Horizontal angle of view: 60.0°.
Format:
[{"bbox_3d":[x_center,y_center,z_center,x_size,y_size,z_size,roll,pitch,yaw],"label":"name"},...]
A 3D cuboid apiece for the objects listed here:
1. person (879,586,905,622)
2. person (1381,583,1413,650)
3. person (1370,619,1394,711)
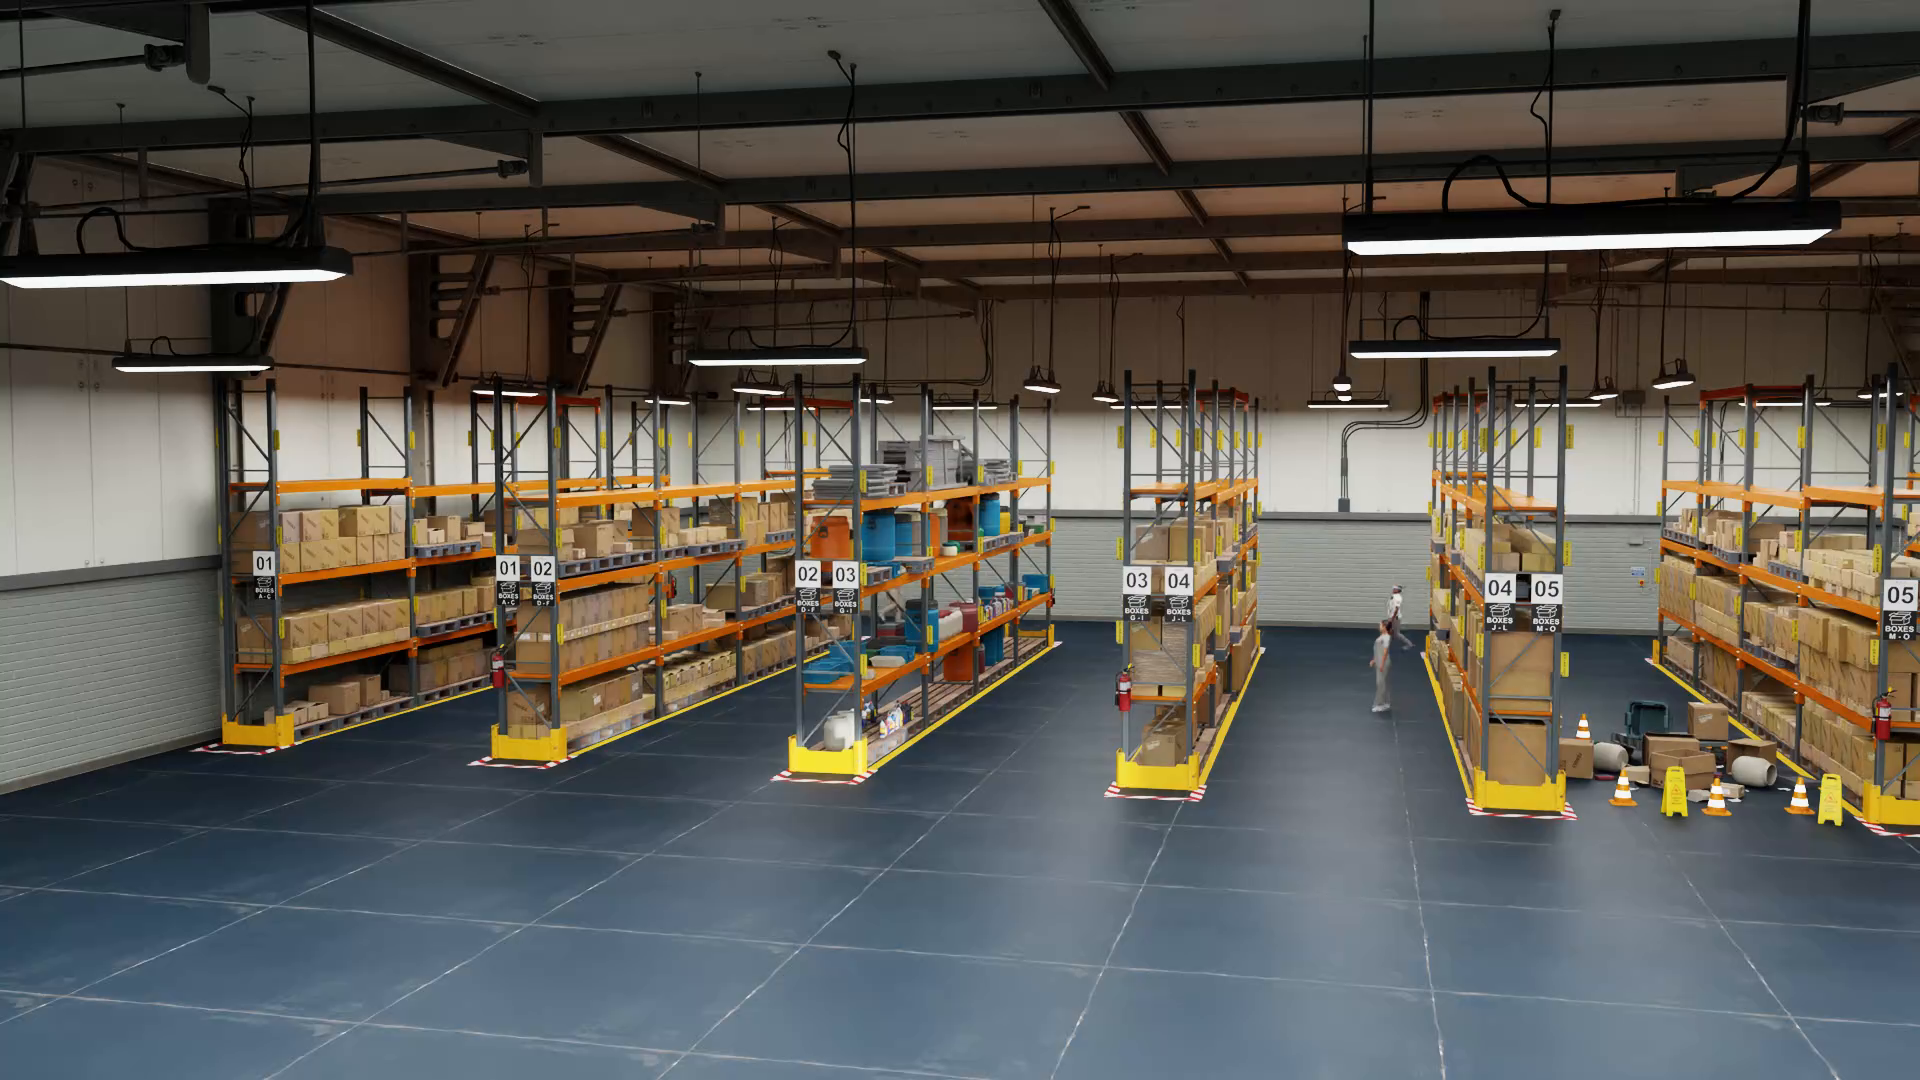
[{"bbox_3d":[-1.830,1.407,45.534,0.704,1.704,0.571,1,4,14],"label":"person"},{"bbox_3d":[10.280,1.822,39.365,0.875,1.619,0.587,0,3,-1],"label":"person"},{"bbox_3d":[7.810,2.333,30.949,0.501,1.712,0.470,-1,4,-13],"label":"person"}]
